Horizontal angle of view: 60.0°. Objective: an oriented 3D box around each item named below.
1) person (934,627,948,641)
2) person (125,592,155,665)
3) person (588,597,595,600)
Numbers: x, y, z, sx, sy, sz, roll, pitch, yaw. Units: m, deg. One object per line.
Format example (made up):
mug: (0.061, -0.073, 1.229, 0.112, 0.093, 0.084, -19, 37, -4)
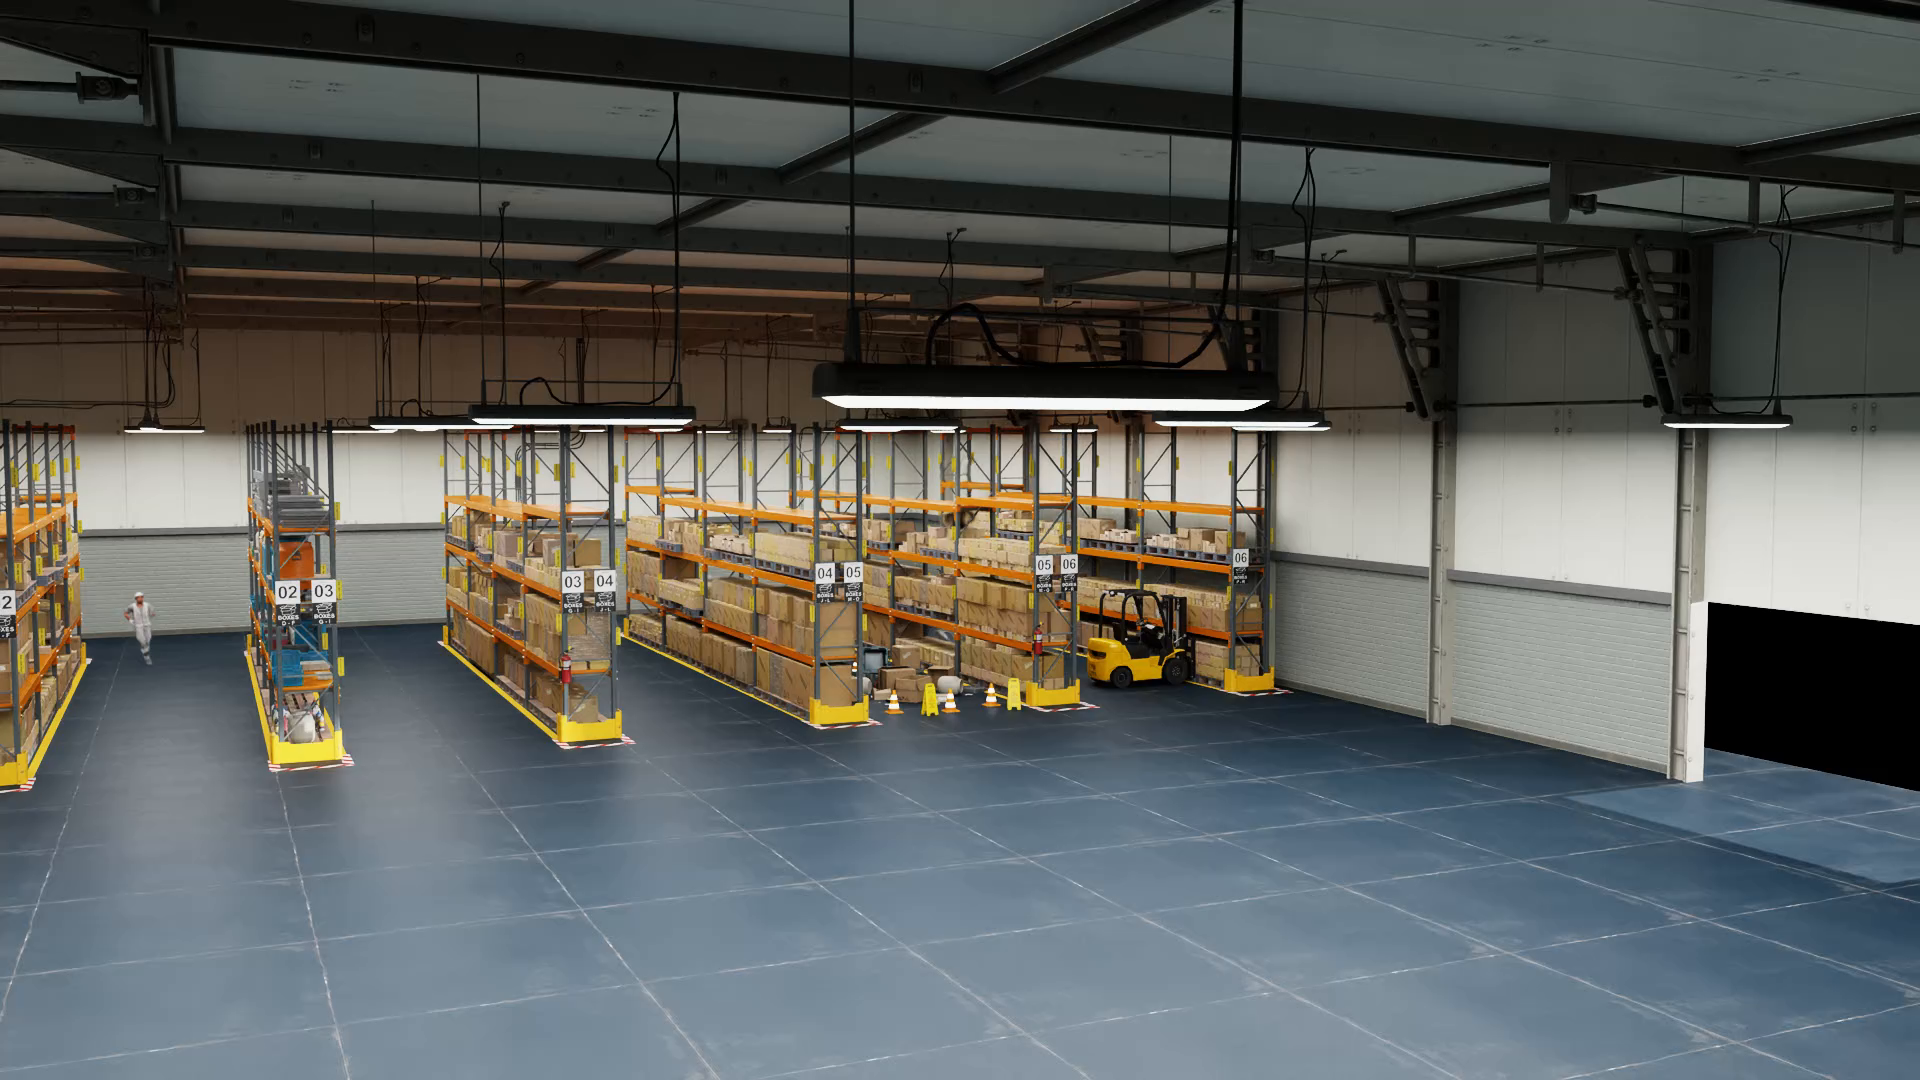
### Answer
person: (-0.474, 2.060, 44.630, 0.720, 1.746, 0.910, -2, 4, -27)
person: (-20.558, 2.220, 41.766, 0.656, 1.831, 0.830, -3, 5, -43)
person: (-10.370, 1.983, 46.296, 0.680, 1.698, 0.536, -1, 4, -10)
